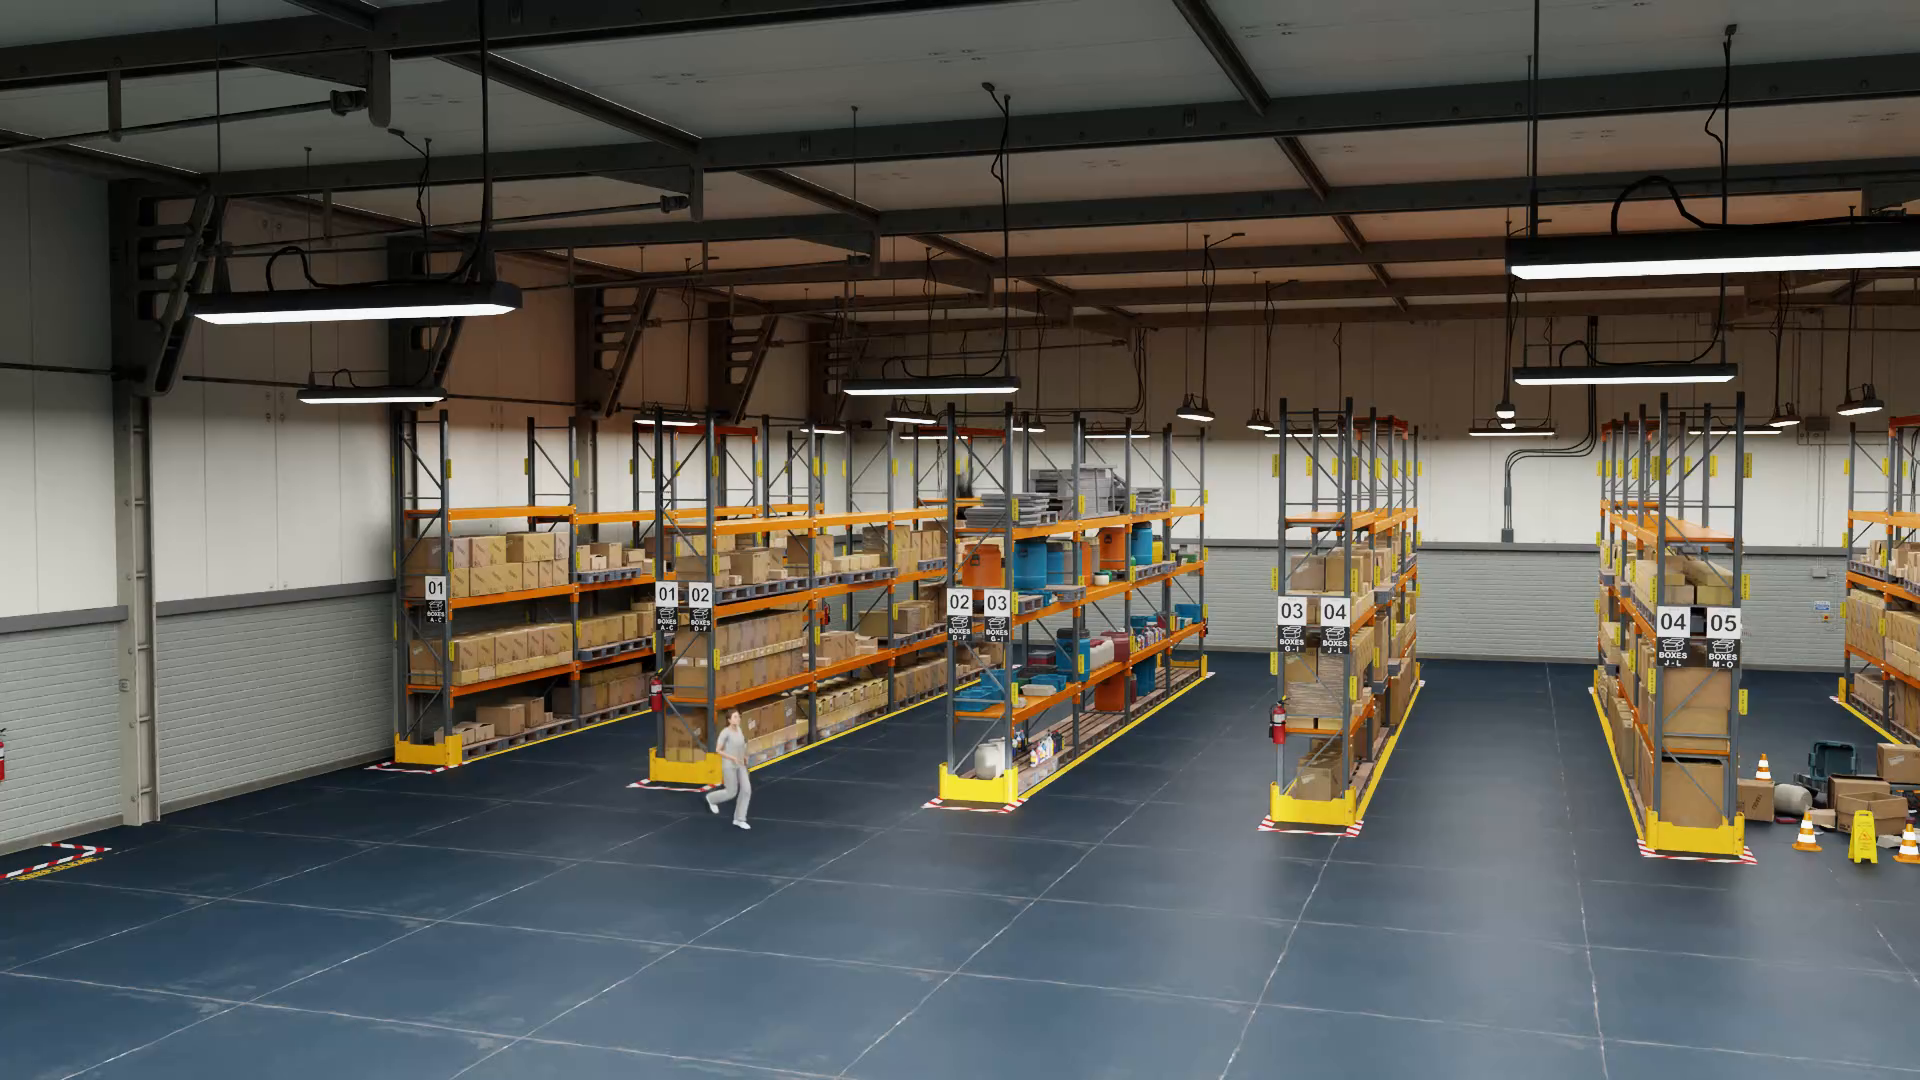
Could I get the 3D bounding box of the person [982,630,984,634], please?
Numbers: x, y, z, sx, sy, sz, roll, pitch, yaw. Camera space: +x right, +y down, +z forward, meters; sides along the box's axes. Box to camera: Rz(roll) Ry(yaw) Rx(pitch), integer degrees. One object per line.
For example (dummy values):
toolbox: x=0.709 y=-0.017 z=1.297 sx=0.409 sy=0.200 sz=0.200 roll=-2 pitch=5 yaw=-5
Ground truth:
person: x=0.754 y=2.312 z=43.015 sx=0.879 sy=1.644 sz=0.645 roll=2 pitch=3 yaw=34

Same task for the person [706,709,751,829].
person: x=-3.225 y=3.197 z=23.362 sx=0.797 sy=1.667 sz=0.576 roll=2 pitch=3 yaw=37
